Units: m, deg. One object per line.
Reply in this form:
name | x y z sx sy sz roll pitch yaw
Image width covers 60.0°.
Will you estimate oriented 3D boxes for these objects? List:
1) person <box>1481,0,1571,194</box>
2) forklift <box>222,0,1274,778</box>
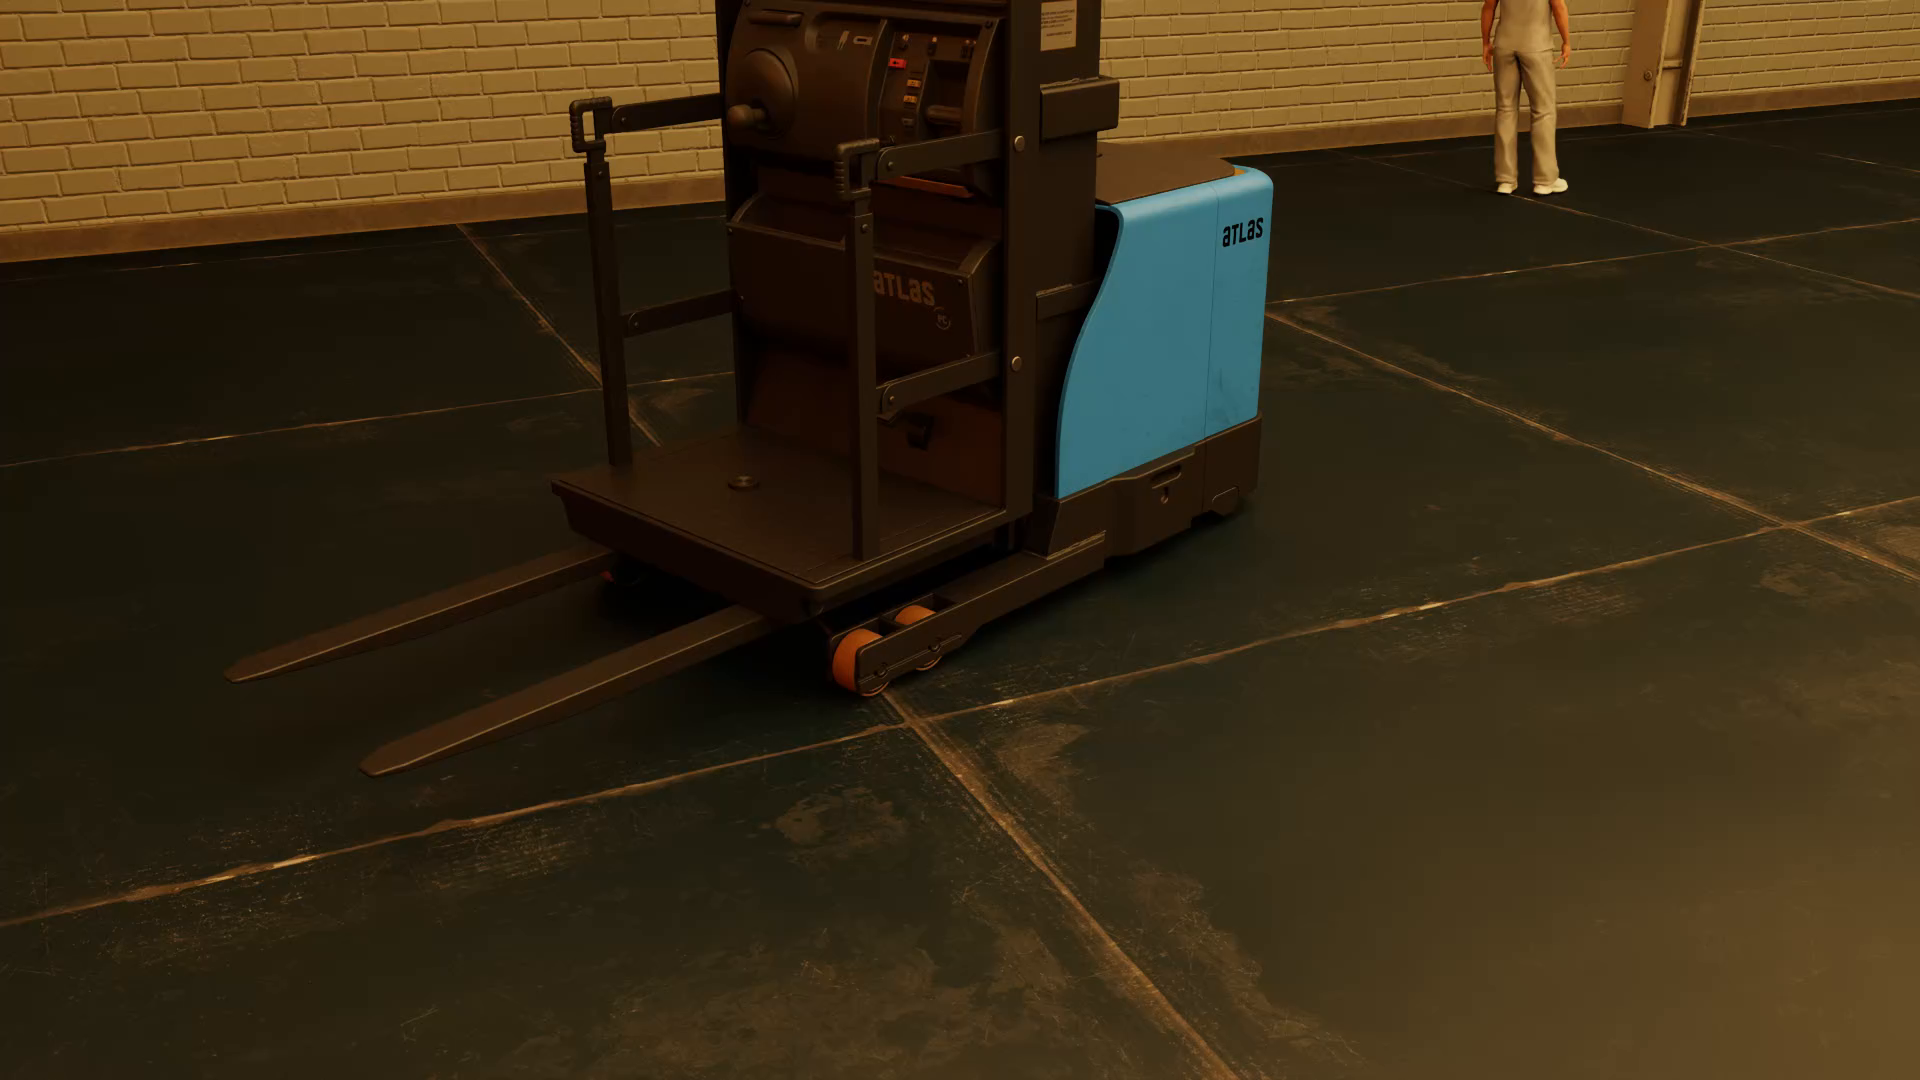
person | 3.400 -2.927 9.949 0.550 1.673 0.548 16 28 34
forklift | -0.413 -1.182 4.131 1.130 2.935 3.031 19 29 39
